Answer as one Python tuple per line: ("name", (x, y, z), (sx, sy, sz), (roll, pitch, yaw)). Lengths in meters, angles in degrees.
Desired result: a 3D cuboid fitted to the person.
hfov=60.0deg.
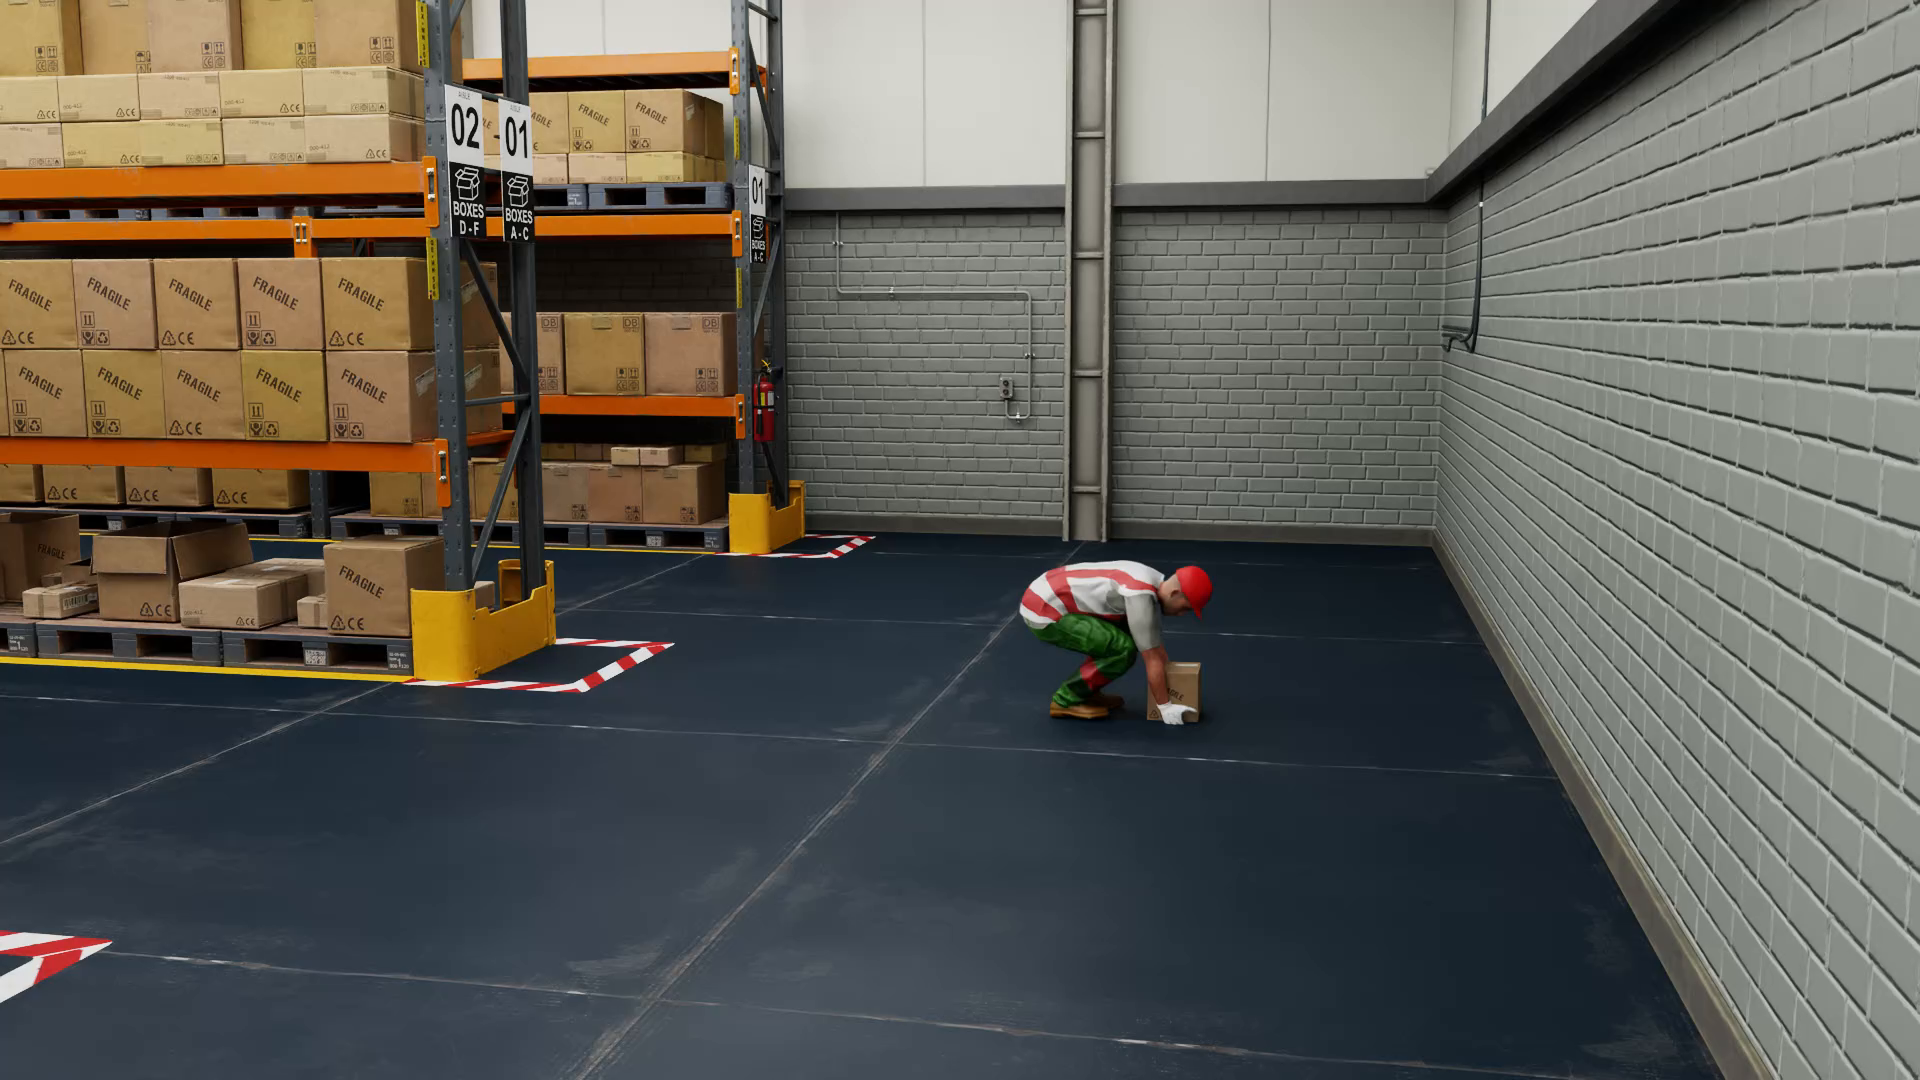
("person", (0.780, 0.506, 8.360), (0.958, 0.799, 0.525), (1, 8, 10))
